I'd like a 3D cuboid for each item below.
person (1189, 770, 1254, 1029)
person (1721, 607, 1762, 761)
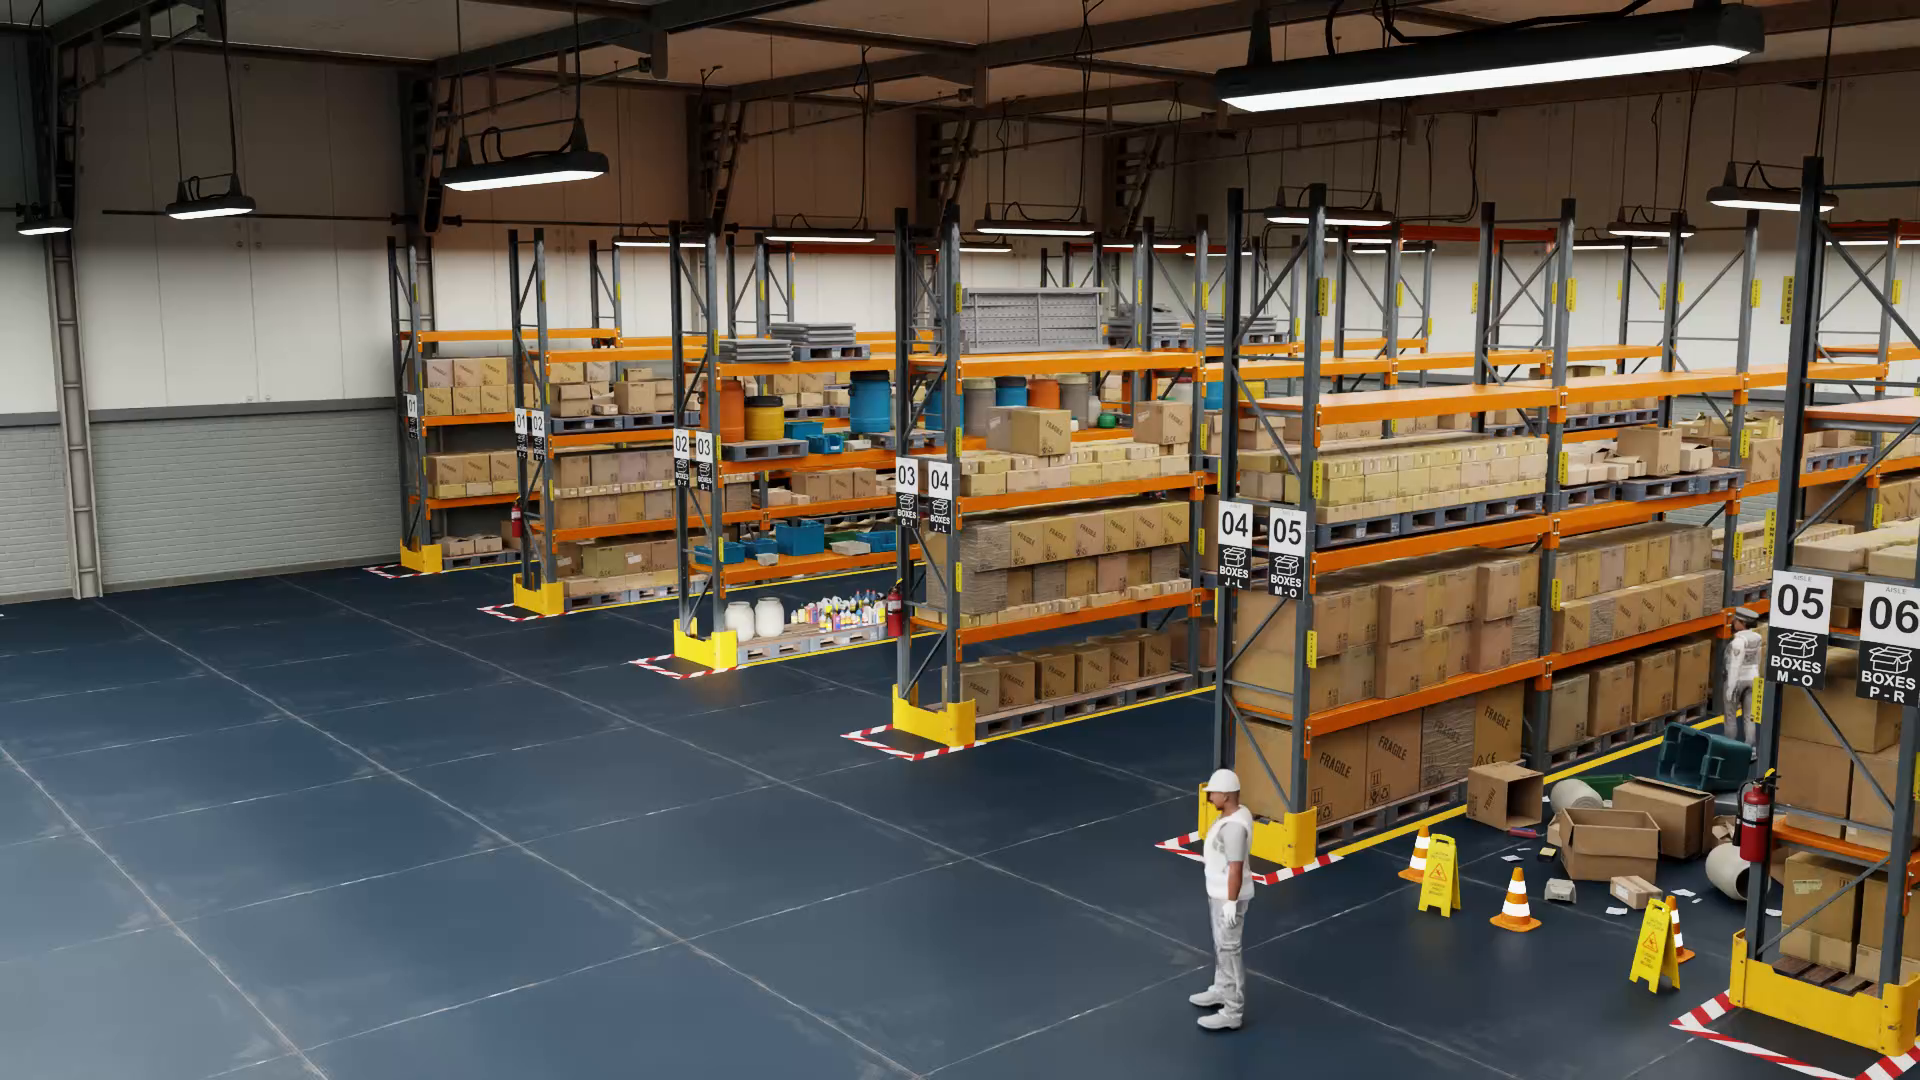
[{"bbox_3d":[1.856,2.492,11.744,0.425,1.781,0.614,1,9,5],"label":"person"},{"bbox_3d":[8.539,1.568,18.168,0.471,1.682,0.434,-2,9,-11],"label":"person"}]
